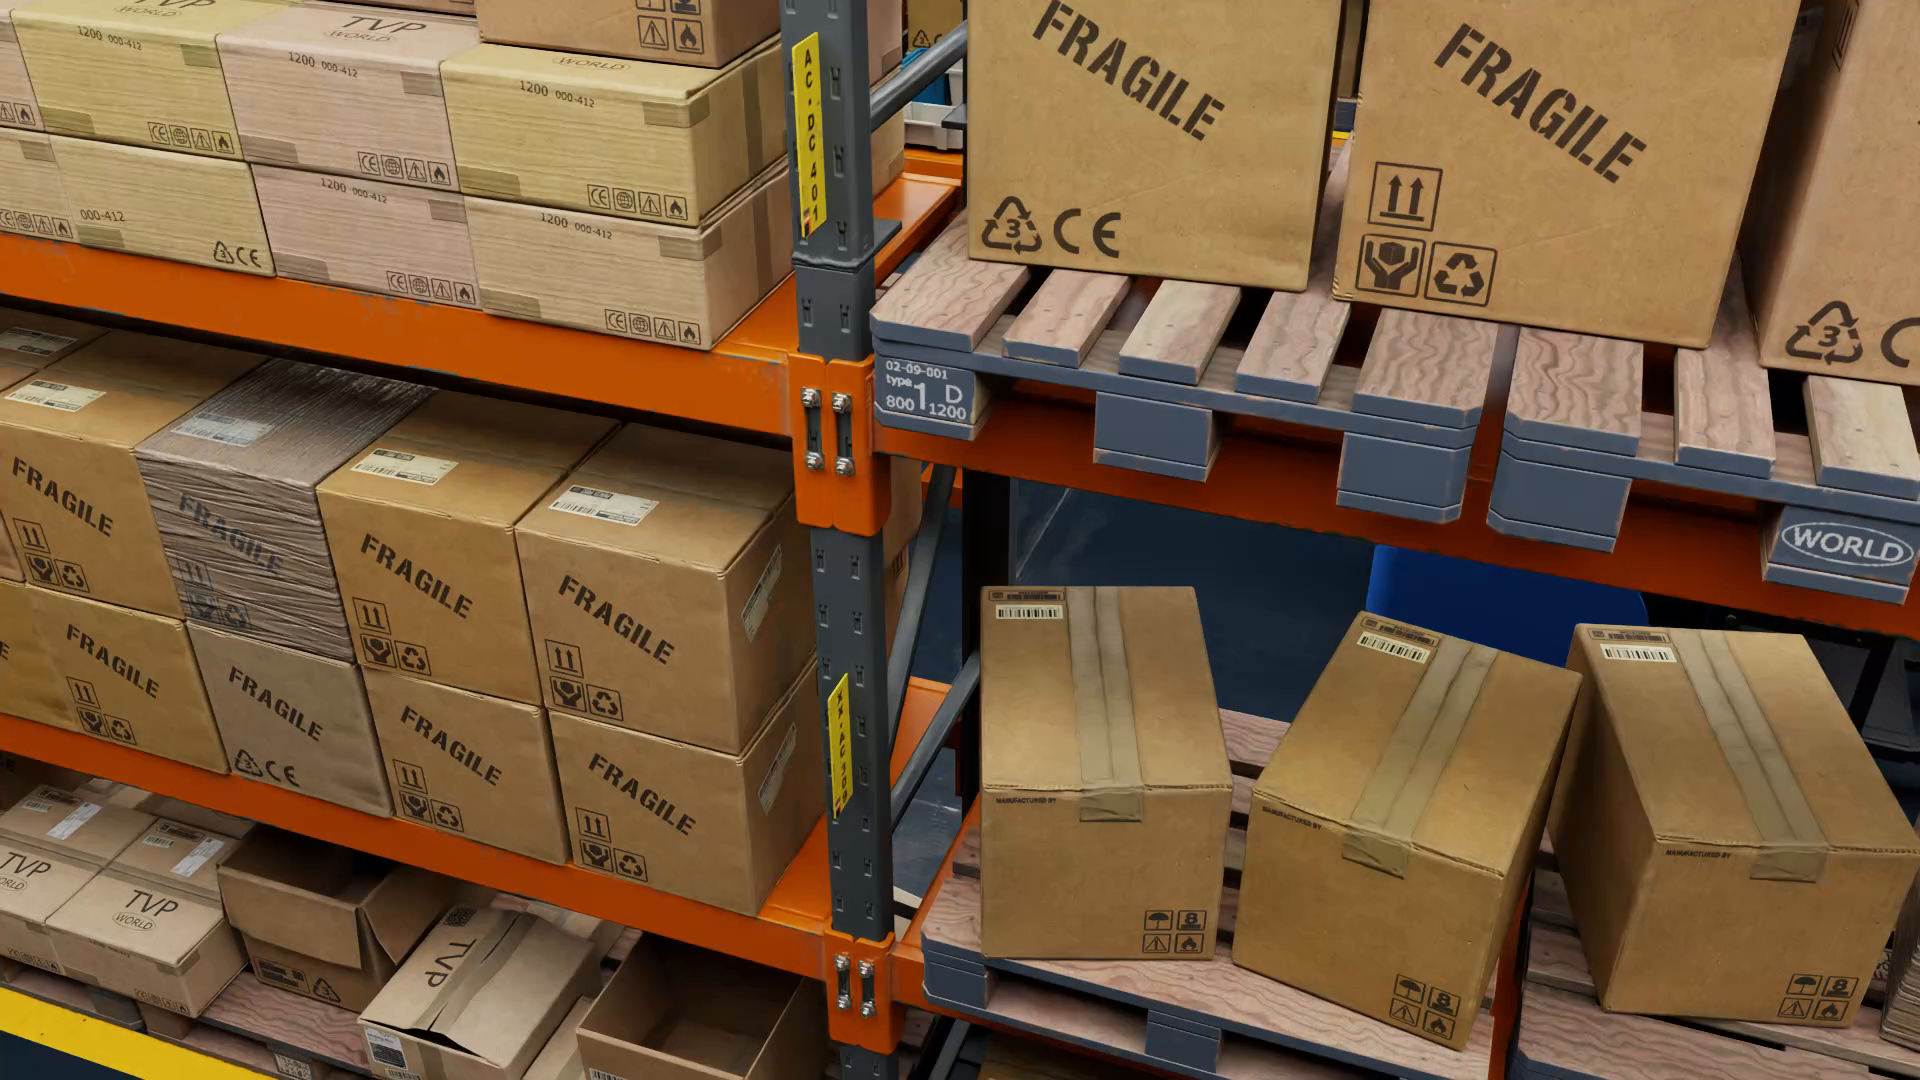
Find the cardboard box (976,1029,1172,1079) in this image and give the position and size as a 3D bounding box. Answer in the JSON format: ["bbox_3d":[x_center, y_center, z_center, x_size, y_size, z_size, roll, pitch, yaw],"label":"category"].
[{"bbox_3d":[0.299,1.600,4.406,0.500,0.500,0.500,9,34,14],"label":"cardboard box"}]

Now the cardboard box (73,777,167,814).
[{"bbox_3d":[-2.894,0.889,5.814,0.250,0.166,0.380,11,34,16],"label":"cardboard box"}]

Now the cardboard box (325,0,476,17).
[{"bbox_3d":[-0.968,-1.434,3.426,0.500,0.500,0.700,11,34,16],"label":"cardboard box"}]

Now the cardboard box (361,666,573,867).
[{"bbox_3d":[-1.117,0.425,4.233,0.500,0.500,0.500,12,35,18],"label":"cardboard box"}]

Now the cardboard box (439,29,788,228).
[{"bbox_3d":[-0.624,-0.836,3.191,0.500,0.250,0.500,11,34,16],"label":"cardboard box"}]

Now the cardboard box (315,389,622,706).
[{"bbox_3d":[-1.121,0.007,3.960,0.500,0.500,0.500,10,34,16],"label":"cardboard box"}]

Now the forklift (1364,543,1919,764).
[{"bbox_3d":[3.159,-0.542,5.887,3.031,2.935,1.130,12,35,18],"label":"forklift"}]

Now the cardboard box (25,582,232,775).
[{"bbox_3d":[-2.082,0.241,4.520,0.500,0.500,0.500,11,35,17],"label":"cardboard box"}]

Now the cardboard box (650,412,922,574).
[{"bbox_3d":[-0.423,-0.170,4.235,0.500,0.500,0.500,12,35,18],"label":"cardboard box"}]

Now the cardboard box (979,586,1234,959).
[{"bbox_3d":[0.296,0.504,3.725,0.500,0.500,0.700,0,33,0],"label":"cardboard box"}]

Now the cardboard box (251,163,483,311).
[{"bbox_3d":[-1.089,-0.726,3.481,0.500,0.250,0.500,11,34,16],"label":"cardboard box"}]

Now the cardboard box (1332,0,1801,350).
[{"bbox_3d":[1.012,-0.759,2.823,0.600,0.600,0.600,11,34,16],"label":"cardboard box"}]

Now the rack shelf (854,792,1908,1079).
[{"bbox_3d":[1.808,1.190,3.805,4.000,0.370,1.077,11,34,16],"label":"rack shelf"}]

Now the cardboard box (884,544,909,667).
[{"bbox_3d":[-0.462,0.247,4.510,0.500,0.500,0.500,12,35,18],"label":"cardboard box"}]

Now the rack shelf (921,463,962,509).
[{"bbox_3d":[-0.050,-0.208,7.637,0.240,0.259,0.215,11,34,16],"label":"rack shelf"}]

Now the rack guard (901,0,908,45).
[{"bbox_3d":[-0.517,-4.222,13.829,0.348,0.500,1.175,11,34,16],"label":"rack guard"}]

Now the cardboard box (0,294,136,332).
[{"bbox_3d":[-2.363,-0.547,4.818,0.500,0.500,0.500,12,35,18],"label":"cardboard box"}]

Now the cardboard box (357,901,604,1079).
[{"bbox_3d":[-1.413,1.370,4.936,0.500,0.311,0.500,11,34,16],"label":"cardboard box"}]

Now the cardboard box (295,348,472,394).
[{"bbox_3d":[-1.393,-0.359,4.526,0.500,0.500,0.500,10,34,15],"label":"cardboard box"}]

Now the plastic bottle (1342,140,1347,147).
[{"bbox_3d":[1.860,-1.749,7.739,0.185,0.351,0.144,11,34,16],"label":"plastic bottle"}]

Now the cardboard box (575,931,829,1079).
[{"bbox_3d":[-0.707,1.427,4.673,0.500,0.500,0.500,11,34,16],"label":"cardboard box"}]

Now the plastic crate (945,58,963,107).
[{"bbox_3d":[0.225,-2.356,8.687,0.530,0.282,0.437,11,34,16],"label":"plastic crate"}]

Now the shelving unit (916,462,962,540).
[{"bbox_3d":[-0.050,-0.451,7.480,0.252,1.050,0.215,11,34,16],"label":"shelving unit"}]

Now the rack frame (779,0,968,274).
[{"bbox_3d":[-0.075,-1.999,2.550,0.127,3.000,1.000,11,34,16],"label":"rack frame"}]

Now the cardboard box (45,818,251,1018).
[{"bbox_3d":[-2.482,1.187,5.275,0.500,0.250,0.500,11,34,16],"label":"cardboard box"}]

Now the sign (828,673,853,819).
[{"bbox_3d":[-0.250,0.436,3.511,0.005,0.325,0.100,11,34,16],"label":"sign"}]

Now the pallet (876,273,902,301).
[{"bbox_3d":[-0.258,-1.173,9.372,1.213,0.211,1.003,11,34,16],"label":"pallet"}]

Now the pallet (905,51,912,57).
[{"bbox_3d":[0.285,-3.990,13.736,1.213,0.211,1.003,11,34,16],"label":"pallet"}]

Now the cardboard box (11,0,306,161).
[{"bbox_3d":[-1.563,-1.022,3.479,0.500,0.250,0.500,11,34,16],"label":"cardboard box"}]

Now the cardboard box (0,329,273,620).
[{"bbox_3d":[-2.069,-0.178,4.247,0.500,0.500,0.500,11,34,16],"label":"cardboard box"}]

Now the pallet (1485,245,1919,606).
[{"bbox_3d":[1.493,-0.316,2.882,1.003,0.211,1.213,11,34,16],"label":"pallet"}]

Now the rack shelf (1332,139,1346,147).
[{"bbox_3d":[3.483,-1.339,7.721,4.000,0.370,1.077,11,34,16],"label":"rack shelf"}]

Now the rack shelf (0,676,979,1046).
[{"bbox_3d":[-1.957,0.458,4.939,4.000,0.370,1.077,11,34,16],"label":"rack shelf"}]

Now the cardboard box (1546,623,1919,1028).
[{"bbox_3d":[1.609,0.595,3.584,0.500,0.500,0.700,3,33,4],"label":"cardboard box"}]

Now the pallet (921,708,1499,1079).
[{"bbox_3d":[0.641,0.804,3.916,1.213,0.211,1.003,11,34,16],"label":"pallet"}]

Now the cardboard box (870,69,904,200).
[{"bbox_3d":[-0.449,-0.891,3.737,0.500,0.250,0.500,11,34,16],"label":"cardboard box"}]

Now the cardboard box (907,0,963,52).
[{"bbox_3d":[0.135,-4.476,13.488,0.875,0.875,0.875,11,34,16],"label":"cardboard box"}]

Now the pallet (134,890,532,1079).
[{"bbox_3d":[-1.873,1.345,5.473,1.213,0.211,1.003,11,34,16],"label":"pallet"}]

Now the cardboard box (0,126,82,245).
[{"bbox_3d":[-2.032,-0.907,3.762,0.500,0.250,0.500,11,34,16],"label":"cardboard box"}]

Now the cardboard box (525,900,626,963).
[{"bbox_3d":[-1.214,1.187,5.353,0.250,0.166,0.380,11,34,16],"label":"cardboard box"}]

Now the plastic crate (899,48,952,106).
[{"bbox_3d":[-0.146,-2.449,8.877,0.300,0.233,0.416,11,34,16],"label":"plastic crate"}]
